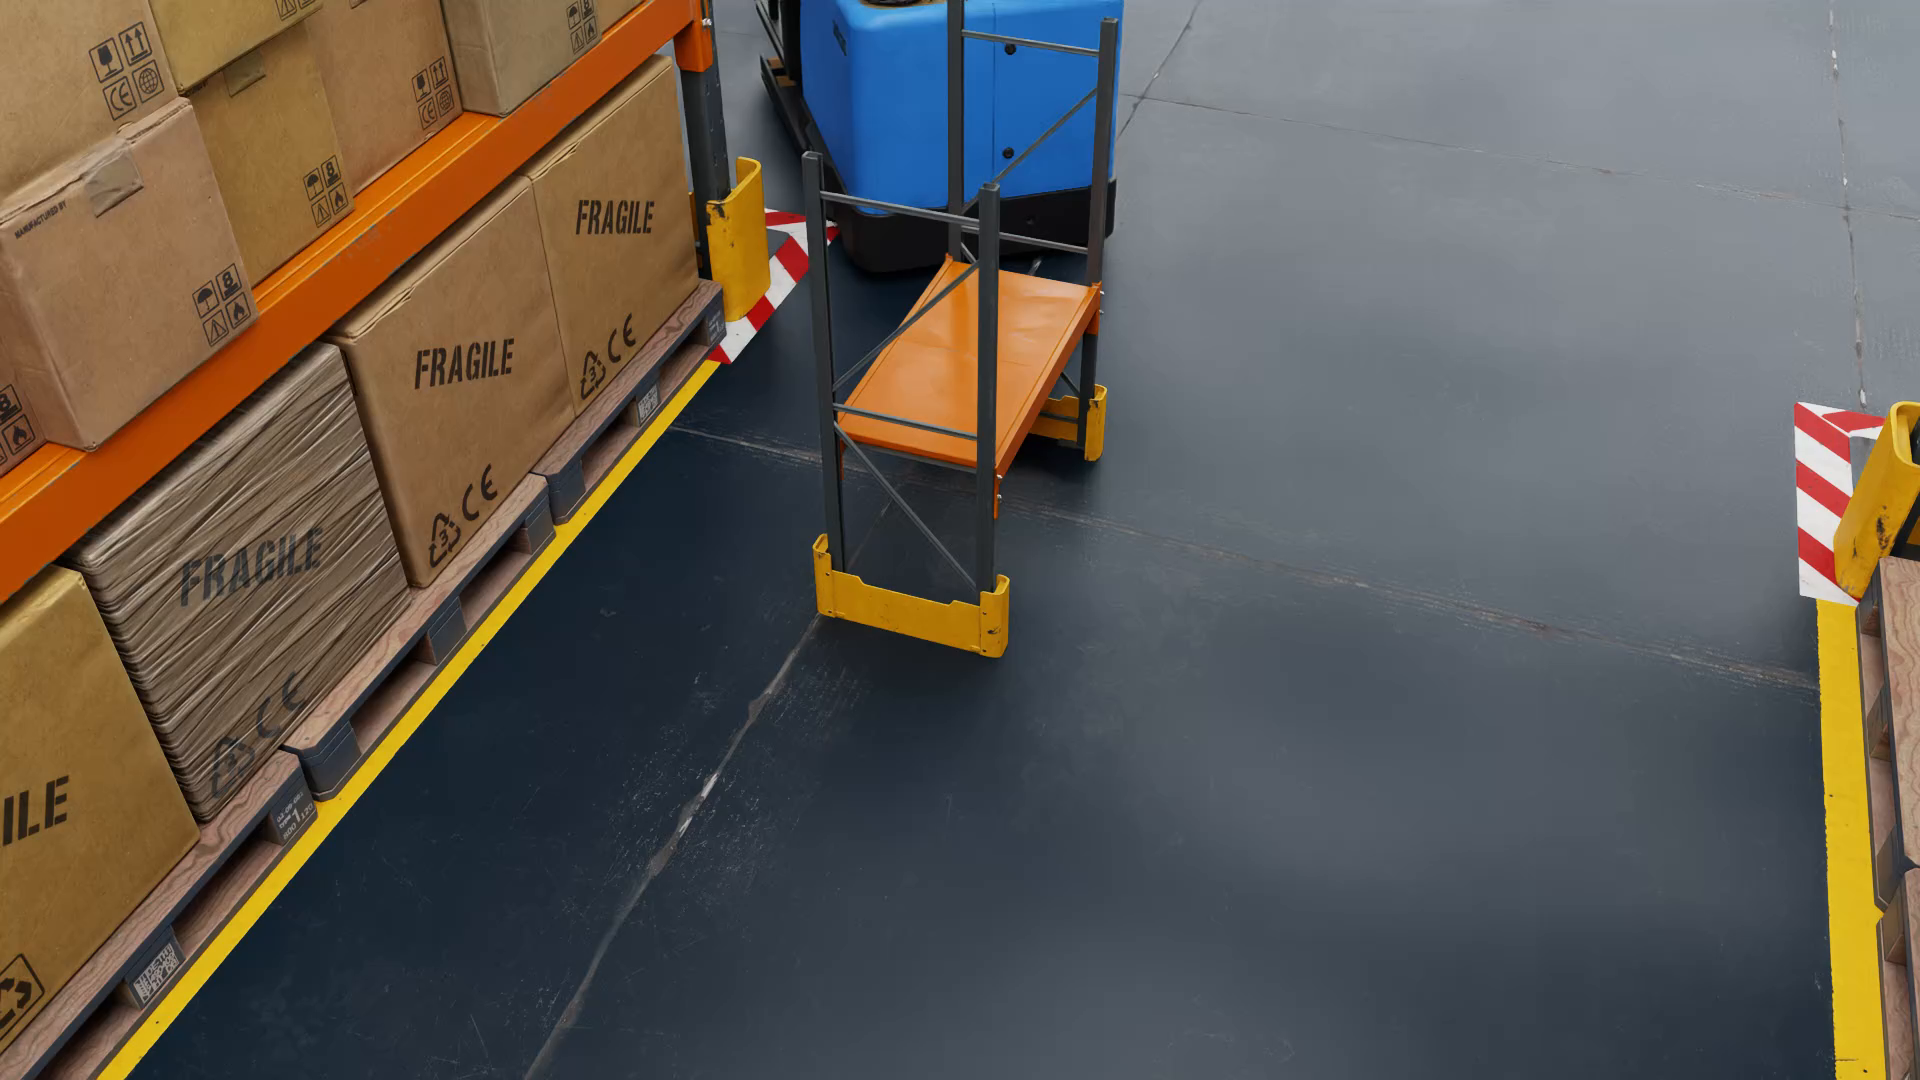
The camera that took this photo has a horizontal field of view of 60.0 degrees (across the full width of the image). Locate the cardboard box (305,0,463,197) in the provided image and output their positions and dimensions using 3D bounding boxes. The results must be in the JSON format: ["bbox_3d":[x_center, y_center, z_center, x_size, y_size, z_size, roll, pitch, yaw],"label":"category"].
[{"bbox_3d":[-1.887,-1.328,4.379,0.875,0.550,0.550,13,42,15],"label":"cardboard box"}]

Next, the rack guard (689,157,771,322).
[{"bbox_3d":[-1.317,-1.225,6.300,1.175,0.500,0.348,13,42,15],"label":"rack guard"}]

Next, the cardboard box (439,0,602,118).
[{"bbox_3d":[-1.577,-1.641,4.747,0.875,0.550,0.550,13,42,15],"label":"cardboard box"}]

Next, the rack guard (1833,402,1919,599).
[{"bbox_3d":[3.275,-0.001,4.866,1.175,0.500,0.348,13,42,15],"label":"rack guard"}]

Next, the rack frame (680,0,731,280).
[{"bbox_3d":[-1.326,-2.161,5.472,1.000,3.000,0.127,13,42,15],"label":"rack frame"}]

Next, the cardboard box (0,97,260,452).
[{"bbox_3d":[-2.116,-0.650,3.585,0.875,0.550,0.550,13,42,15],"label":"cardboard box"}]

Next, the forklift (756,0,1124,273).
[{"bbox_3d":[-0.283,-3.100,6.625,1.130,2.935,3.031,-10,42,-12],"label":"forklift"}]

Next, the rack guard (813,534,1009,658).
[{"bbox_3d":[-0.144,0.162,4.867,0.587,0.250,0.087,13,42,15],"label":"rack guard"}]

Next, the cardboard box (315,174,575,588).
[{"bbox_3d":[-1.794,-0.547,4.893,0.875,0.875,0.875,13,42,14],"label":"cardboard box"}]

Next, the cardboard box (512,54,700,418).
[{"bbox_3d":[-1.495,-1.084,5.523,0.875,0.875,0.875,14,42,15],"label":"cardboard box"}]

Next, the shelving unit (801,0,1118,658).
[{"bbox_3d":[0.026,-0.617,4.818,0.587,1.500,1.083,13,42,15],"label":"shelving unit"}]

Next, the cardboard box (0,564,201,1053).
[{"bbox_3d":[-2.413,0.559,3.597,0.875,0.875,0.875,14,42,16],"label":"cardboard box"}]

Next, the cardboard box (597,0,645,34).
[{"bbox_3d":[-1.410,-1.982,5.146,0.875,0.550,0.550,13,42,15],"label":"cardboard box"}]

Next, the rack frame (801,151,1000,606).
[{"bbox_3d":[-0.145,-0.313,4.461,0.500,1.500,0.032,13,42,15],"label":"rack frame"}]

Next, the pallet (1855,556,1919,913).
[{"bbox_3d":[2.964,0.596,4.388,1.003,0.211,1.213,13,42,15],"label":"pallet"}]

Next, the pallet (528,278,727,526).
[{"bbox_3d":[-1.525,-0.595,5.785,1.003,0.211,1.213,13,42,15],"label":"pallet"}]

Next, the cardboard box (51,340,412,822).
[{"bbox_3d":[-2.108,0.009,4.242,0.875,0.875,0.875,14,42,15],"label":"cardboard box"}]

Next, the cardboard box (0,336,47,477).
[{"bbox_3d":[-2.412,-0.346,3.229,0.875,0.550,0.550,13,42,15],"label":"cardboard box"}]

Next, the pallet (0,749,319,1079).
[{"bbox_3d":[-2.360,0.893,4.040,1.003,0.211,1.213,13,42,15],"label":"pallet"}]

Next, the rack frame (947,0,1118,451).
[{"bbox_3d":[0.203,-0.933,5.188,0.500,1.500,0.032,13,42,15],"label":"rack frame"}]

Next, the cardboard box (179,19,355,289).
[{"bbox_3d":[-2.029,-0.995,3.990,0.875,0.550,0.500,13,42,15],"label":"cardboard box"}]

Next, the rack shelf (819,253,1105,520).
[{"bbox_3d":[0.029,-0.486,4.941,0.538,0.185,1.000,13,42,15],"label":"rack shelf"}]

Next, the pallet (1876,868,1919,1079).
[{"bbox_3d":[2.545,1.338,3.519,1.003,0.211,1.213,13,42,15],"label":"pallet"}]

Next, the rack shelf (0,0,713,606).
[{"bbox_3d":[-2.009,-0.667,4.275,1.077,0.370,4.000,13,42,15],"label":"rack shelf"}]

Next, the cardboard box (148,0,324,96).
[{"bbox_3d":[-1.968,-1.392,3.622,0.875,0.550,0.500,13,42,15],"label":"cardboard box"}]

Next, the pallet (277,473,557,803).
[{"bbox_3d":[-1.944,0.147,4.916,1.003,0.211,1.213,13,42,15],"label":"pallet"}]

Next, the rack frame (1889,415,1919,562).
[{"bbox_3d":[3.301,-0.998,4.109,1.000,3.000,0.127,13,42,15],"label":"rack frame"}]

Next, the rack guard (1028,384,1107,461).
[{"bbox_3d":[0.196,-0.445,5.579,0.587,0.250,0.087,13,42,15],"label":"rack guard"}]

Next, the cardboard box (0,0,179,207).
[{"bbox_3d":[-2.142,-1.067,3.241,0.875,0.550,0.550,13,42,15],"label":"cardboard box"}]
